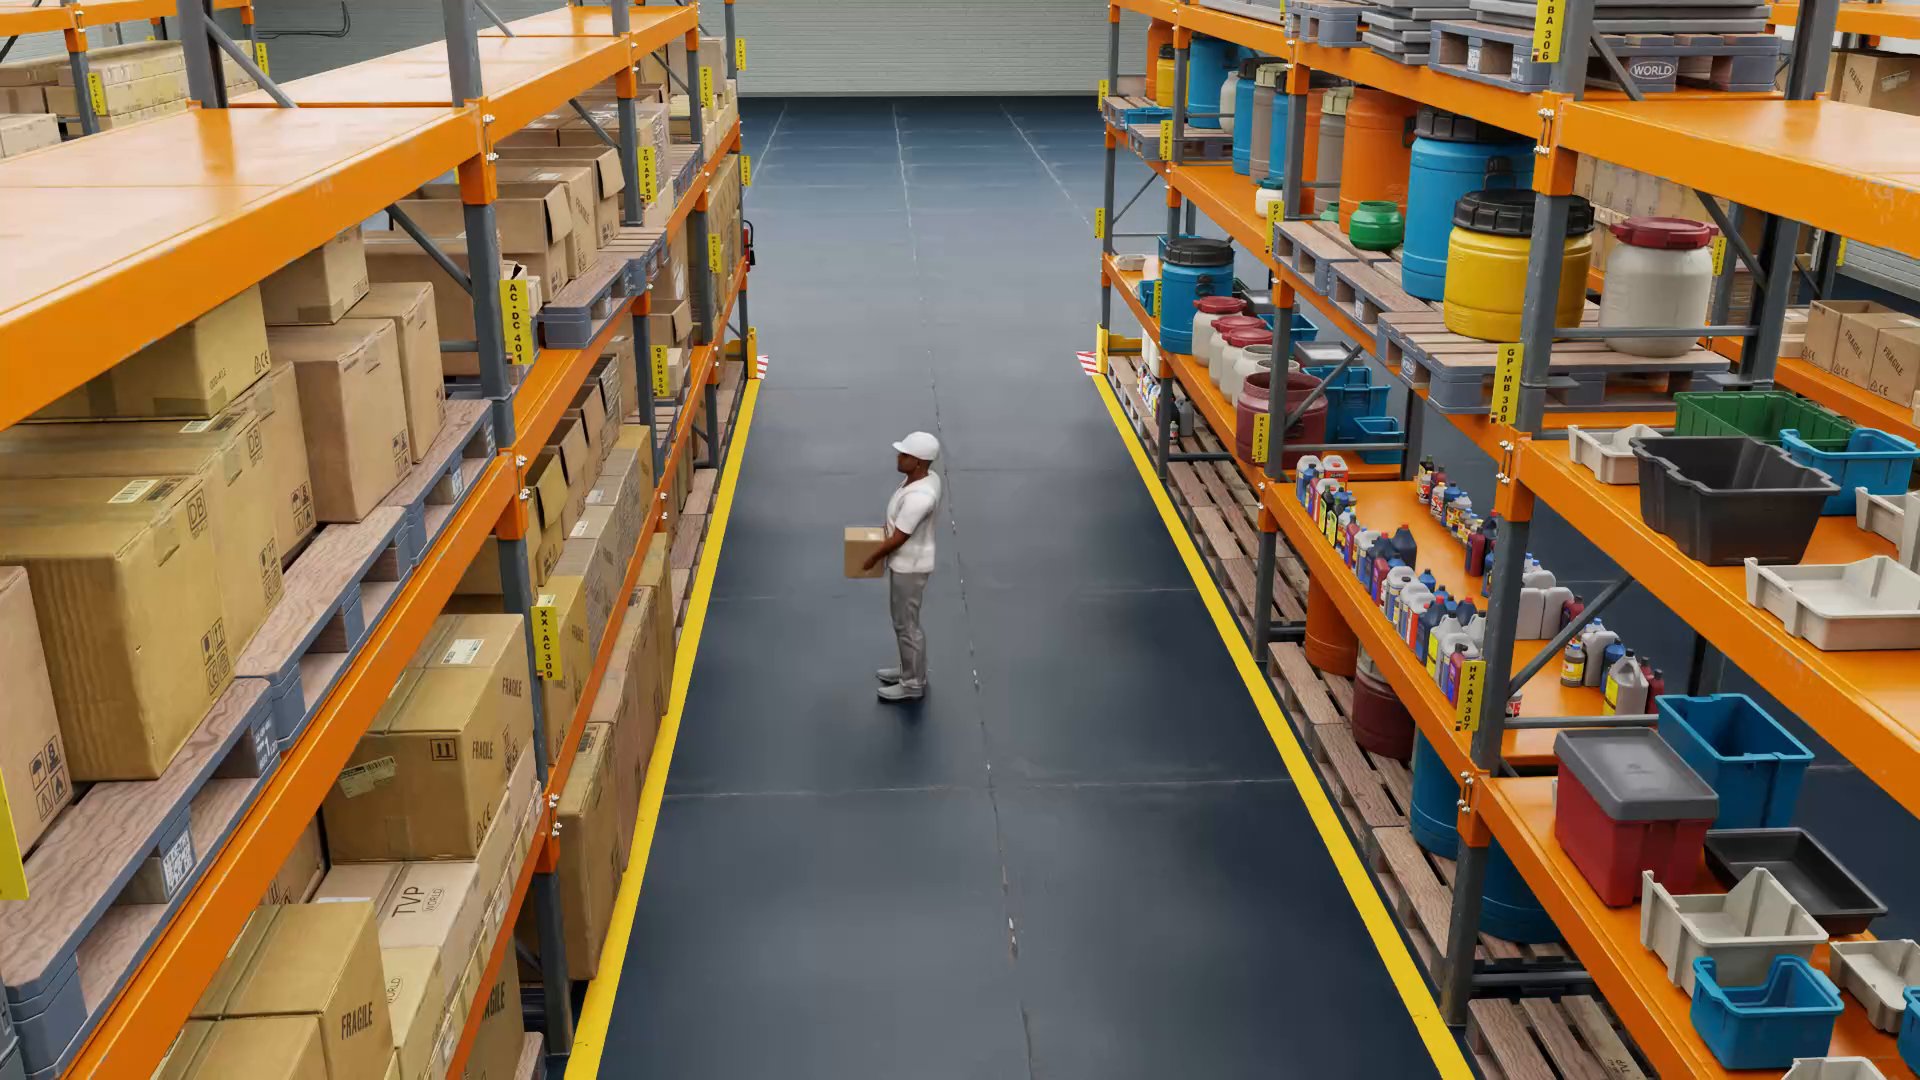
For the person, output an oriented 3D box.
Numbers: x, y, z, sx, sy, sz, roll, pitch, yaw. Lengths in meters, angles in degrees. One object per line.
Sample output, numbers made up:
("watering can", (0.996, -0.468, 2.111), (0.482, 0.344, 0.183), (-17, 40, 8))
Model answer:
("person", (-0.399, 0.157, 10.613), (0.566, 1.770, 0.520), (1, 20, 2))
